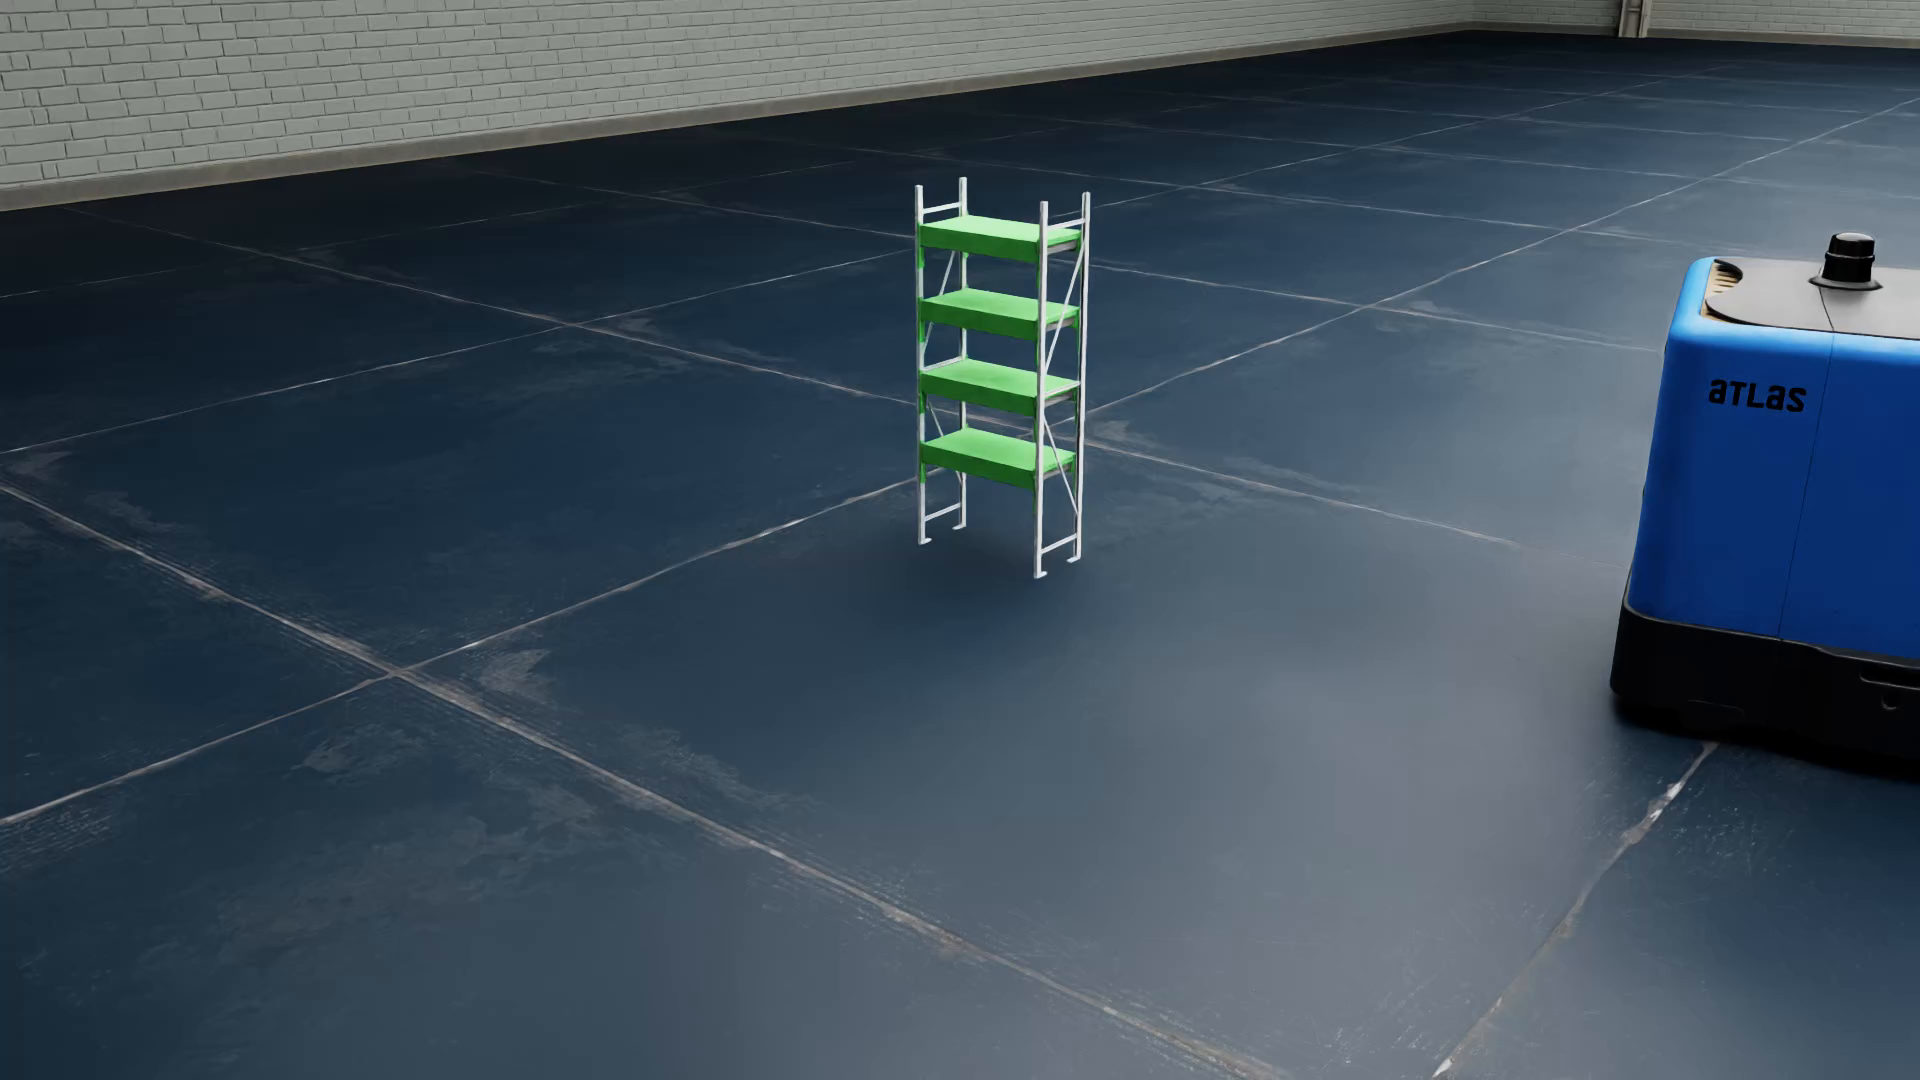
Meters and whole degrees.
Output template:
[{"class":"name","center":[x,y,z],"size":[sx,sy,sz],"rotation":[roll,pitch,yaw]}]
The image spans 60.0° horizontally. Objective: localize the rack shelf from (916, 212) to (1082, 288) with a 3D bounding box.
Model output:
[{"class":"rack shelf","center":[0.128,-0.914,5.212],"size":[0.480,0.148,0.258],"rotation":[16,26,36]}]

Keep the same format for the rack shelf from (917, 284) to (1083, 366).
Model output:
[{"class":"rack shelf","center":[0.128,-0.689,5.296],"size":[0.480,0.148,0.258],"rotation":[16,26,36]}]

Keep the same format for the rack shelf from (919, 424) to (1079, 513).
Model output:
[{"class":"rack shelf","center":[0.128,-0.240,5.466],"size":[0.480,0.148,0.258],"rotation":[16,26,36]}]

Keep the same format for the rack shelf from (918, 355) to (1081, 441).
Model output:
[{"class":"rack shelf","center":[0.128,-0.465,5.381],"size":[0.480,0.148,0.258],"rotation":[16,26,36]}]

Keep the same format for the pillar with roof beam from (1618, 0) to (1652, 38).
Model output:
[{"class":"pillar with roof beam","center":[8.864,-11.701,23.945],"size":[0.400,9.000,9.100],"rotation":[16,26,36]}]

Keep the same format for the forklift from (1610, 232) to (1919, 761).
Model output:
[{"class":"forklift","center":[3.288,-0.828,3.710],"size":[3.031,2.935,1.130],"rotation":[9,23,23]}]

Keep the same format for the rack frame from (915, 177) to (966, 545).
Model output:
[{"class":"rack frame","center":[-0.061,-0.579,5.503],"size":[0.015,1.200,0.240],"rotation":[16,26,36]}]

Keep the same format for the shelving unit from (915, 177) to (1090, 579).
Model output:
[{"class":"shelving unit","center":[0.128,-0.524,5.359],"size":[0.503,1.200,0.258],"rotation":[16,26,36]}]

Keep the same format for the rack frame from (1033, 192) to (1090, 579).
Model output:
[{"class":"rack frame","center":[0.317,-0.470,5.214],"size":[0.015,1.200,0.240],"rotation":[16,26,36]}]
